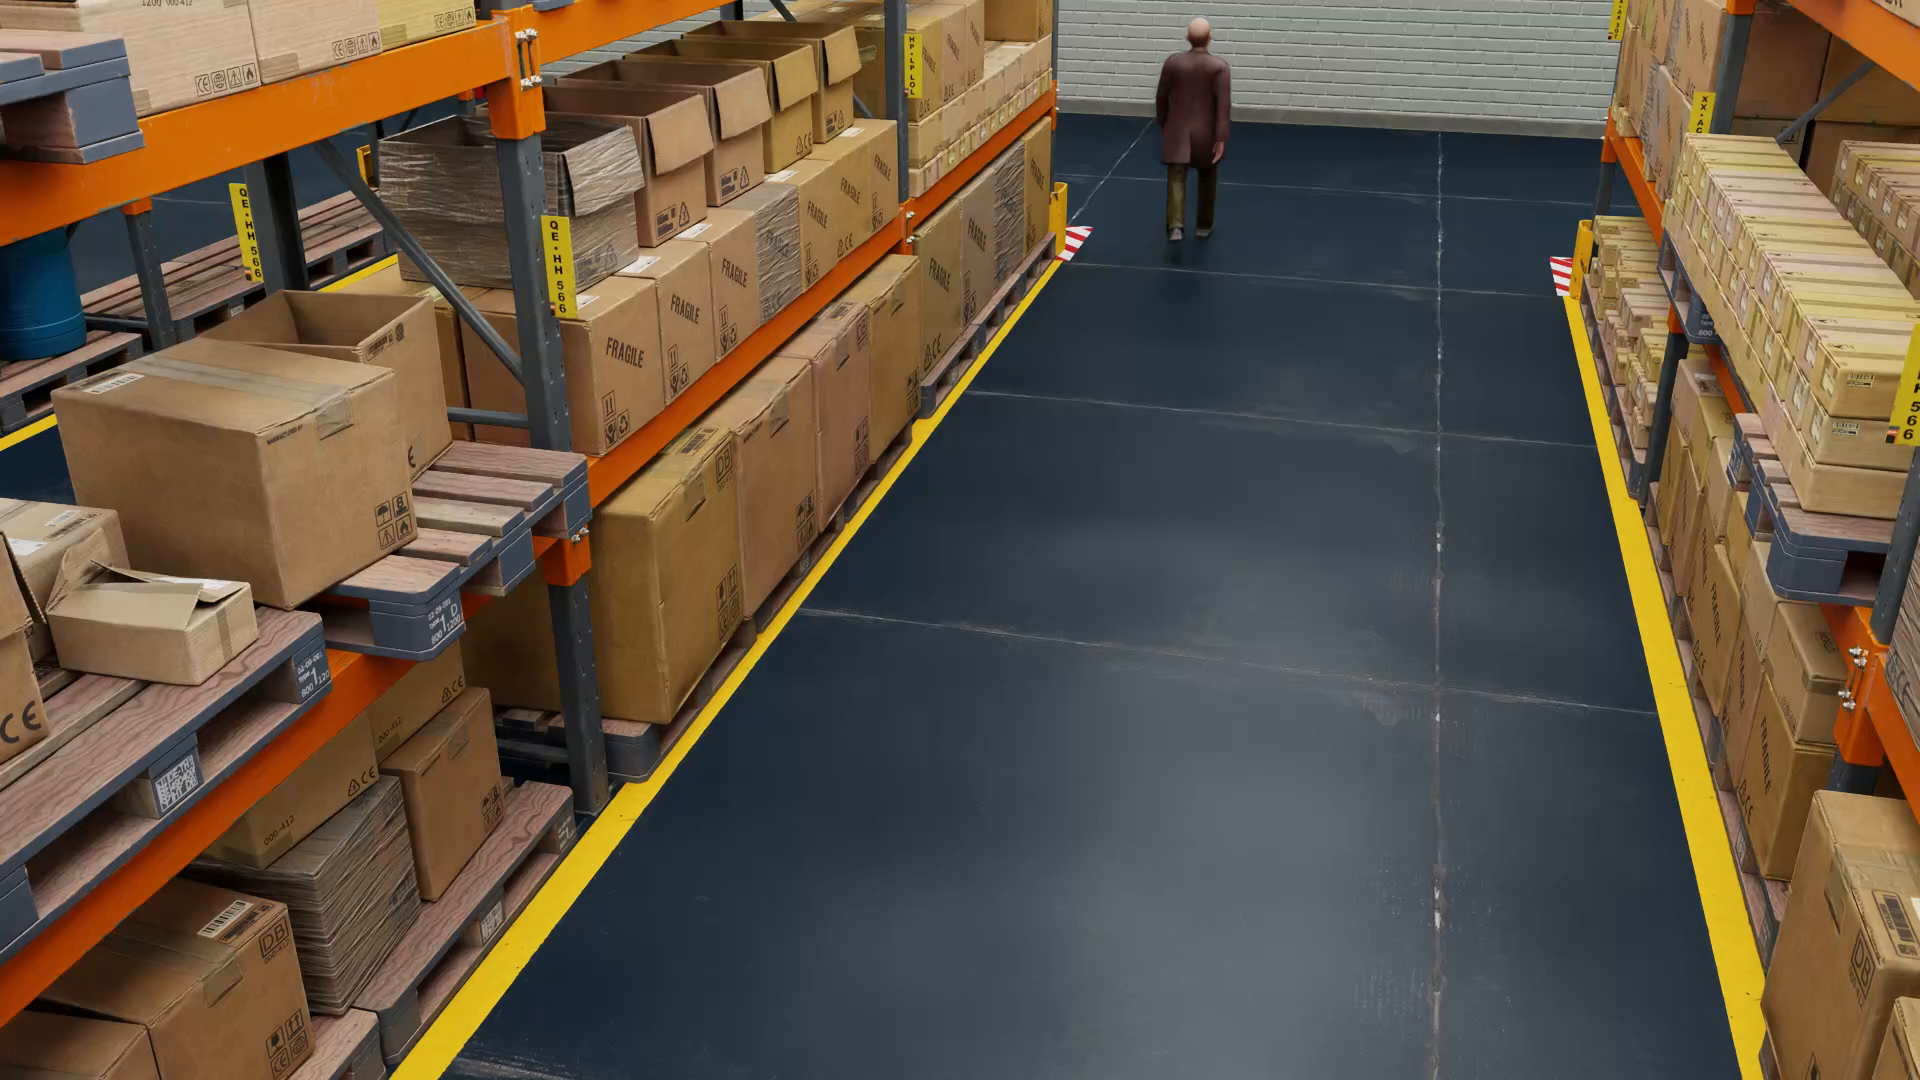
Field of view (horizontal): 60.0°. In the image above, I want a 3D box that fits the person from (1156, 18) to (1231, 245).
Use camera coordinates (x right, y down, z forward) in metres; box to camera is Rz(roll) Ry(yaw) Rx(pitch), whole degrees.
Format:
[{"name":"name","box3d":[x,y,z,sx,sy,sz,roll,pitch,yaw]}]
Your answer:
[{"name":"person","box3d":[1.806,-3.172,12.956,0.603,1.733,1.102,5,26,12]}]
